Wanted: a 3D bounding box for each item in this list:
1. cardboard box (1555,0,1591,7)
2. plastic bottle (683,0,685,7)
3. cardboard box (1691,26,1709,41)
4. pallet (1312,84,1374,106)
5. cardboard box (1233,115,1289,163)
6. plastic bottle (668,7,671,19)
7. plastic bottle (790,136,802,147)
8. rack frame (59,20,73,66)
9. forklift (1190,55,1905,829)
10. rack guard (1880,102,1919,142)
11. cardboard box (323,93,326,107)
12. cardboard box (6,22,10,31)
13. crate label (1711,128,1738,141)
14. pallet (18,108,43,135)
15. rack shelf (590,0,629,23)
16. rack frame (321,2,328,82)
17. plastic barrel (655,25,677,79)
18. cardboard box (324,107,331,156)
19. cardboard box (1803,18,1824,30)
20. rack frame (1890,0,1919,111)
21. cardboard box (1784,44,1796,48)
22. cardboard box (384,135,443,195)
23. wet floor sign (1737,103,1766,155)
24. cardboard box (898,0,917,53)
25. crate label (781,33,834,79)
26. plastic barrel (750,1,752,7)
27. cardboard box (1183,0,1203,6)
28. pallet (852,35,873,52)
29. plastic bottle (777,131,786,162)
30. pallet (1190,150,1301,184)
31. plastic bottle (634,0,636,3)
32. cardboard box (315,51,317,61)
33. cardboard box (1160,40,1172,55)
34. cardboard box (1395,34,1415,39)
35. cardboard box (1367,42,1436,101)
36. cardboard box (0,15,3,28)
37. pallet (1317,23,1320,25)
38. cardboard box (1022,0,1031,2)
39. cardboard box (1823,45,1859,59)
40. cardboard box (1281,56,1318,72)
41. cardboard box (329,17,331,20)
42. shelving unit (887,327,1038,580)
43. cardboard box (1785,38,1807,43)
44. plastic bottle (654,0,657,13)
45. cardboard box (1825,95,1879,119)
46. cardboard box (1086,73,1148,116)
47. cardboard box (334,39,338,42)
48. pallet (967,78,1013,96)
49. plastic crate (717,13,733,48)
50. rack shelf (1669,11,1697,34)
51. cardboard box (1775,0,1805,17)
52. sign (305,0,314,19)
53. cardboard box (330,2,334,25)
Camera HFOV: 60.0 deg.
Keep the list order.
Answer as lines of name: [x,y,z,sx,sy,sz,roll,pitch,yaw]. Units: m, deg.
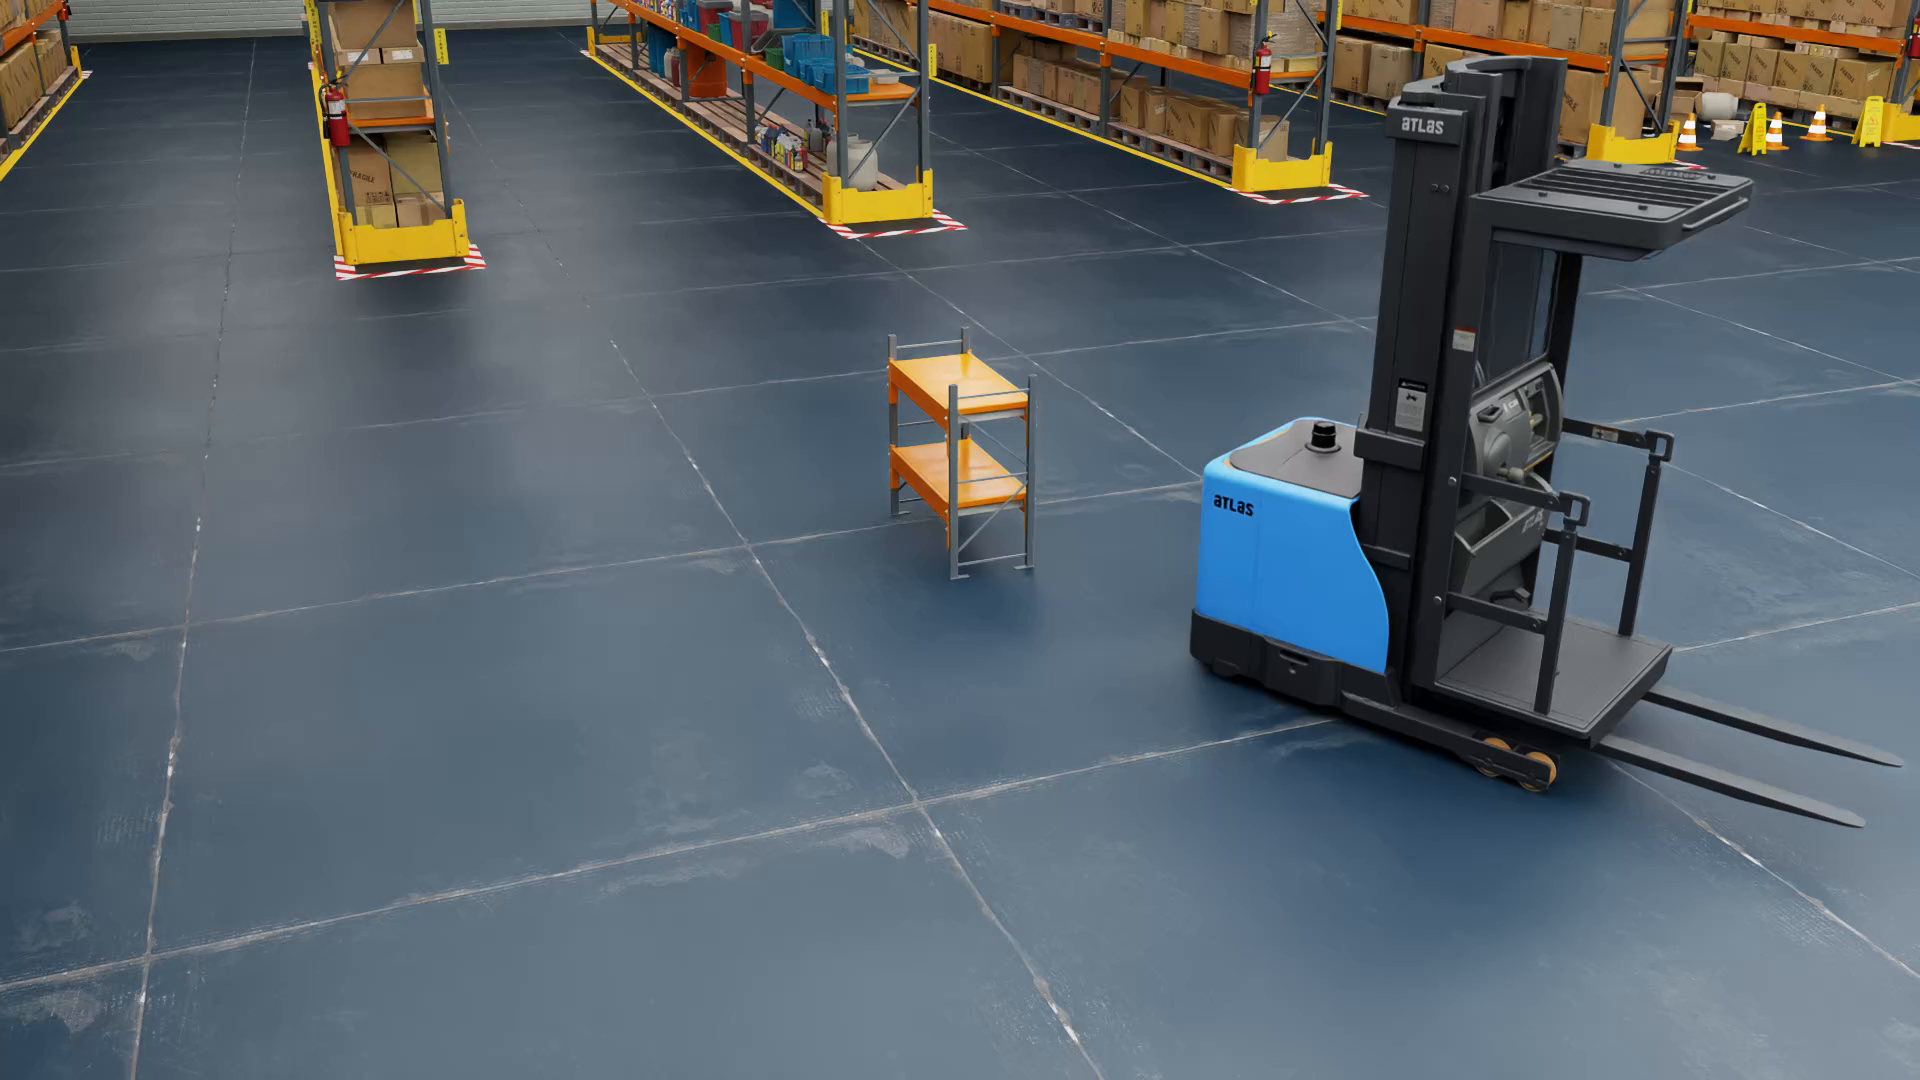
cardboard box: [8.118,-7.077,21.095,0.875,0.550,0.550,-8,24,-19]
plastic bottle: [-4.416,-8.722,26.746,0.097,0.271,0.097,0,23,0]
cardboard box: [14.388,-9.837,31.904,0.500,0.500,0.500,-9,24,-20]
pallet: [6.303,-7.065,26.241,1.003,0.211,1.213,-8,24,-19]
cardboard box: [3.613,-4.810,19.977,0.500,0.500,0.500,-4,23,-9]
plastic bottle: [-4.324,-7.927,24.950,0.097,0.201,0.097,0,23,0]
plastic bottle: [-1.985,-4.717,20.019,0.152,0.276,0.135,-8,24,-19]
rack frame: [-15.736,-9.314,27.985,1.000,3.000,0.127,-8,24,-19]
forklift: [2.591,-0.497,7.156,3.031,2.935,1.130,18,29,36]
rack guard: [13.062,-5.774,22.806,1.175,0.500,0.348,-8,24,-19]
cardboard box: [-7.995,-5.667,21.610,0.500,0.311,0.500,-9,24,-20]
cardboard box: [-13.531,-7.202,23.273,0.380,0.149,0.250,-9,24,-20]
crate label: [10.476,-5.560,22.765,0.298,0.136,0.250,18,29,36]
pallet: [-13.545,-5.861,23.384,1.003,0.211,1.213,-8,24,-19]
rack shelf: [-5.762,-9.615,29.626,1.077,0.370,4.000,-8,24,-19]
rack frame: [-8.277,-7.088,22.704,1.000,3.000,0.127,-8,24,-19]
plastic barrel: [-4.629,-7.989,27.003,0.600,0.901,0.708,-8,24,-19]
cardboard box: [-6.993,-4.695,19.061,0.500,0.500,0.500,-8,24,-19]
cardboard box: [12.239,-7.345,23.637,0.380,0.149,0.250,-9,24,-20]
rack frame: [13.089,-6.899,22.255,1.000,3.000,0.127,-8,24,-19]
cardboard box: [12.498,-7.076,24.711,0.500,0.500,0.500,-7,24,-16]
cardboard box: [-5.611,-3.860,17.080,0.500,0.500,0.500,-8,24,-19]
wet floor sign: [10.356,-5.359,21.634,0.267,0.644,0.232,-13,26,-28]
cardboard box: [-0.580,-9.364,30.301,0.875,0.875,0.875,-8,24,-19]
crate label: [-1.719,-5.507,18.909,0.502,0.435,0.616,-8,24,-19]
plastic barrel: [-2.774,-7.177,22.741,0.433,0.535,0.433,0,23,0]
cardboard box: [3.036,-6.712,20.013,0.500,0.500,0.500,-8,24,-19]
pallet: [-1.479,-9.788,32.700,1.003,0.211,1.213,-8,24,-19]
plastic bottle: [-2.115,-4.722,19.934,0.144,0.351,0.185,-9,24,-19]
pallet: [3.537,-4.582,20.348,1.003,0.211,1.213,-8,24,-19]
plastic bottle: [-5.325,-8.974,27.330,0.061,0.283,0.133,-8,24,-19]
cardboard box: [-10.823,-8.330,28.627,0.500,0.250,0.500,-8,24,-19]
cardboard box: [2.742,-6.214,20.955,0.380,0.149,0.250,-8,24,-19]
cardboard box: [9.144,-10.259,32.423,0.875,0.875,0.875,-8,24,-17]
cardboard box: [6.777,-7.006,24.866,1.050,0.750,0.750,-8,24,-19]
cardboard box: [-13.019,-7.002,21.964,0.500,0.500,0.500,-8,24,-17]
pallet: [8.219,-10.705,34.876,1.003,0.211,1.213,-8,24,-19]
cardboard box: [1.220,-8.495,25.373,0.500,0.500,0.500,-12,25,-25]
cardboard box: [12.369,-6.849,23.337,0.380,0.149,0.250,-8,24,-17]
cardboard box: [3.940,-5.559,19.402,0.380,0.149,0.250,-8,24,-19]
cardboard box: [-6.862,-5.764,18.600,0.380,0.149,0.250,-8,24,-18]
shelving unit: [-0.002,-0.521,9.537,0.538,1.125,1.048,-8,24,-19]
cardboard box: [15.351,-9.122,30.048,0.875,0.625,0.625,-8,24,-17]
plastic bottle: [-4.700,-8.332,25.806,0.061,0.283,0.133,-8,24,-19]
cardboard box: [12.543,-6.091,23.338,0.500,0.250,0.500,-8,24,-19]
cardboard box: [2.208,-6.269,23.414,0.700,0.500,0.500,-10,25,-23]
cardboard box: [-6.035,-4.918,16.593,0.380,0.149,0.250,-8,24,-18]
pallet: [0.784,-7.458,27.172,1.003,0.211,1.213,-8,24,-19]
plastic crate: [-2.910,-6.663,21.718,0.392,0.384,0.575,-8,24,-19]
rack shelf: [10.969,-8.747,27.568,1.077,0.370,4.000,-8,24,-19]
cardboard box: [12.132,-7.793,23.865,0.500,0.500,0.500,-8,24,-18]
sign: [-7.368,-6.054,18.862,0.100,0.325,0.005,-8,24,-19]
cardboard box: [-6.346,-5.753,17.737,0.700,0.500,0.500,-8,24,-19]
